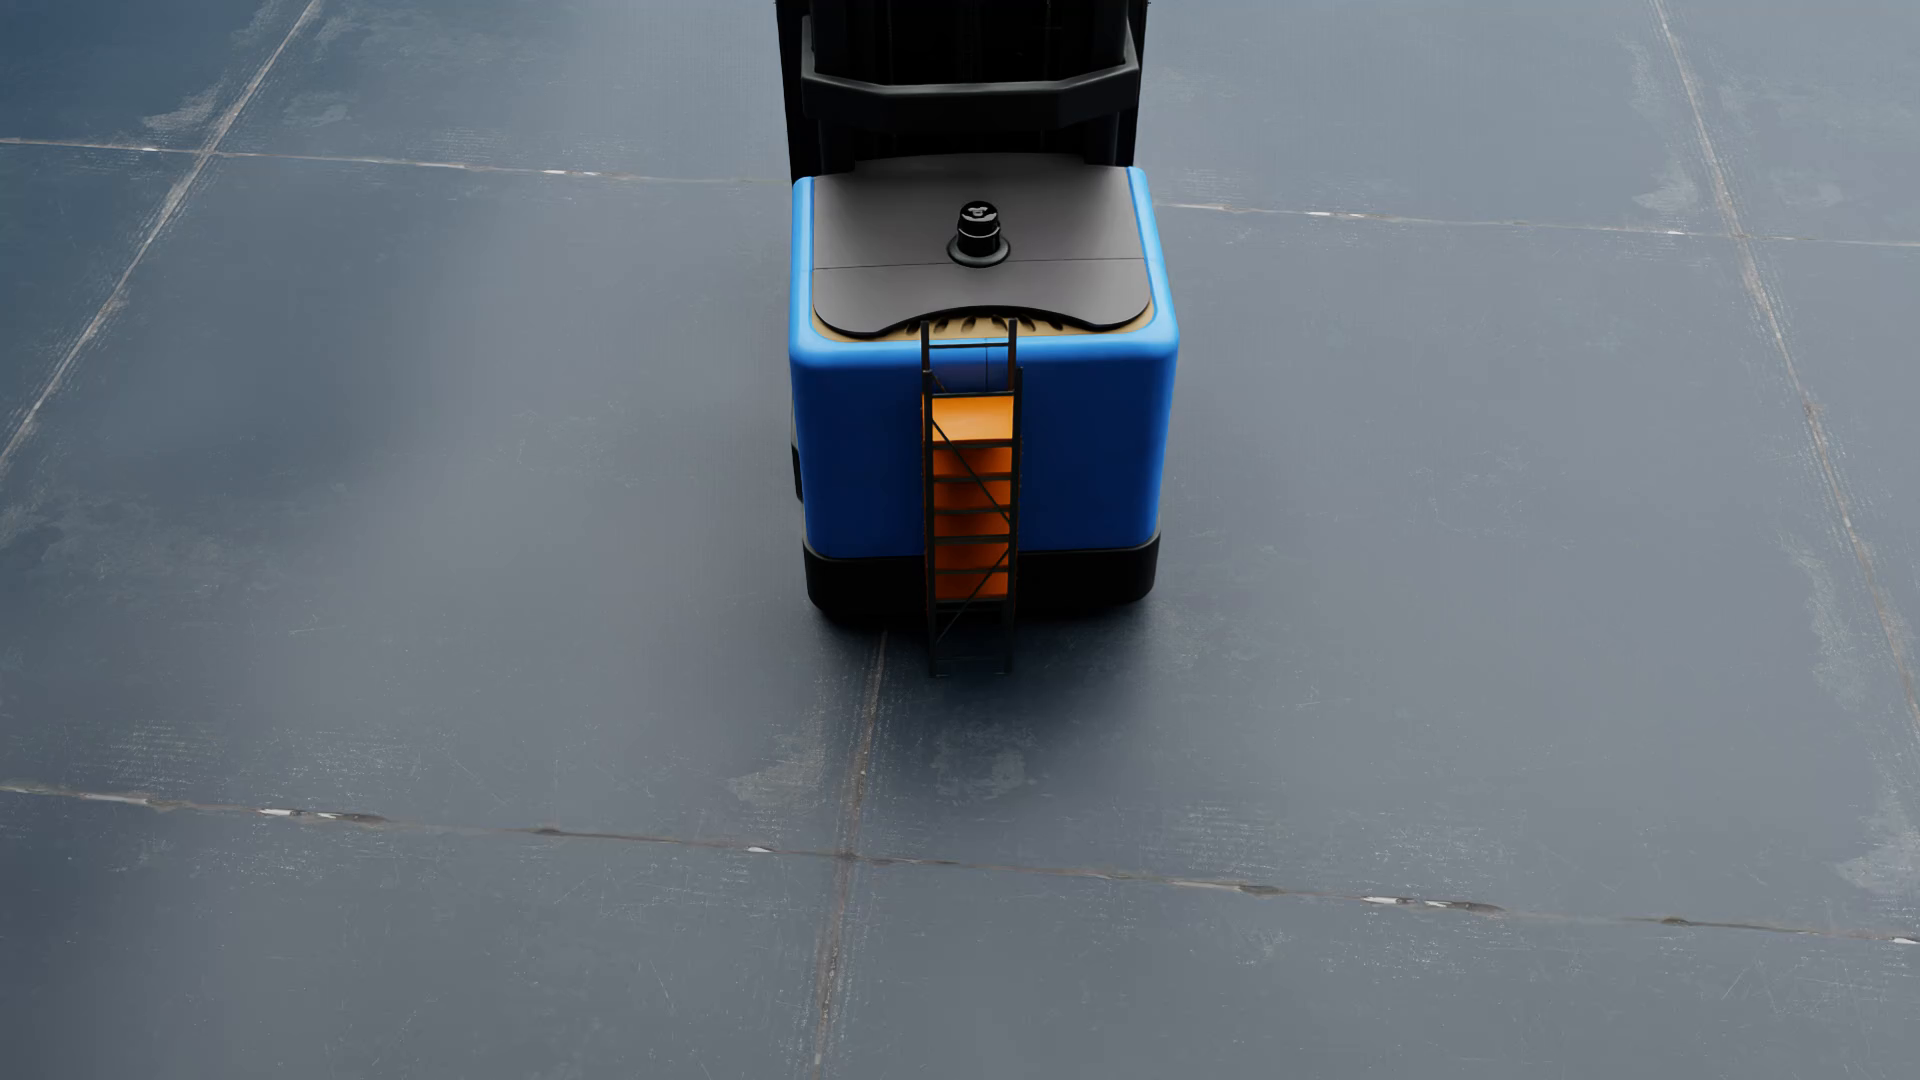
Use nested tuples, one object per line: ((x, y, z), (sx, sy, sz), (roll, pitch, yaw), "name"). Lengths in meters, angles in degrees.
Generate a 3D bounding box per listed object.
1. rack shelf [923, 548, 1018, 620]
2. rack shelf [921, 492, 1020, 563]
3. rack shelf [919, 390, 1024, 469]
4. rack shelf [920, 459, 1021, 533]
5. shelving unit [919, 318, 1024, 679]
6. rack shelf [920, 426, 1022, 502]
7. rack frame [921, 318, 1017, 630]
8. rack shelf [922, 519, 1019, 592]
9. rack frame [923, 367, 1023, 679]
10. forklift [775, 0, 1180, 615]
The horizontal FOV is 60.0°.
((0.027, 0.119, 4.713), (0.258, 0.103, 0.180), (-2, 48, -2), "rack shelf")
((0.027, -0.042, 4.536), (0.258, 0.103, 0.180), (-2, 48, -2), "rack shelf")
((0.027, -0.285, 4.270), (0.258, 0.103, 0.180), (-2, 48, -2), "rack shelf")
((0.027, -0.123, 4.447), (0.258, 0.103, 0.180), (-2, 48, -2), "rack shelf")
((0.027, -0.072, 4.503), (0.258, 1.200, 0.189), (-2, 48, -2), "shelving unit")
((0.027, -0.204, 4.359), (0.258, 0.103, 0.180), (-2, 48, -2), "rack shelf")
((0.022, -0.140, 4.565), (0.240, 1.200, 0.006), (-2, 48, -2), "rack frame")
((0.027, 0.038, 4.625), (0.258, 0.103, 0.180), (-2, 48, -2), "rack shelf")
((0.032, -0.005, 4.442), (0.240, 1.200, 0.006), (-2, 48, -2), "rack frame")
((-0.008, -1.849, 4.954), (1.130, 2.935, 3.031), (-2, 48, -2), "forklift")
